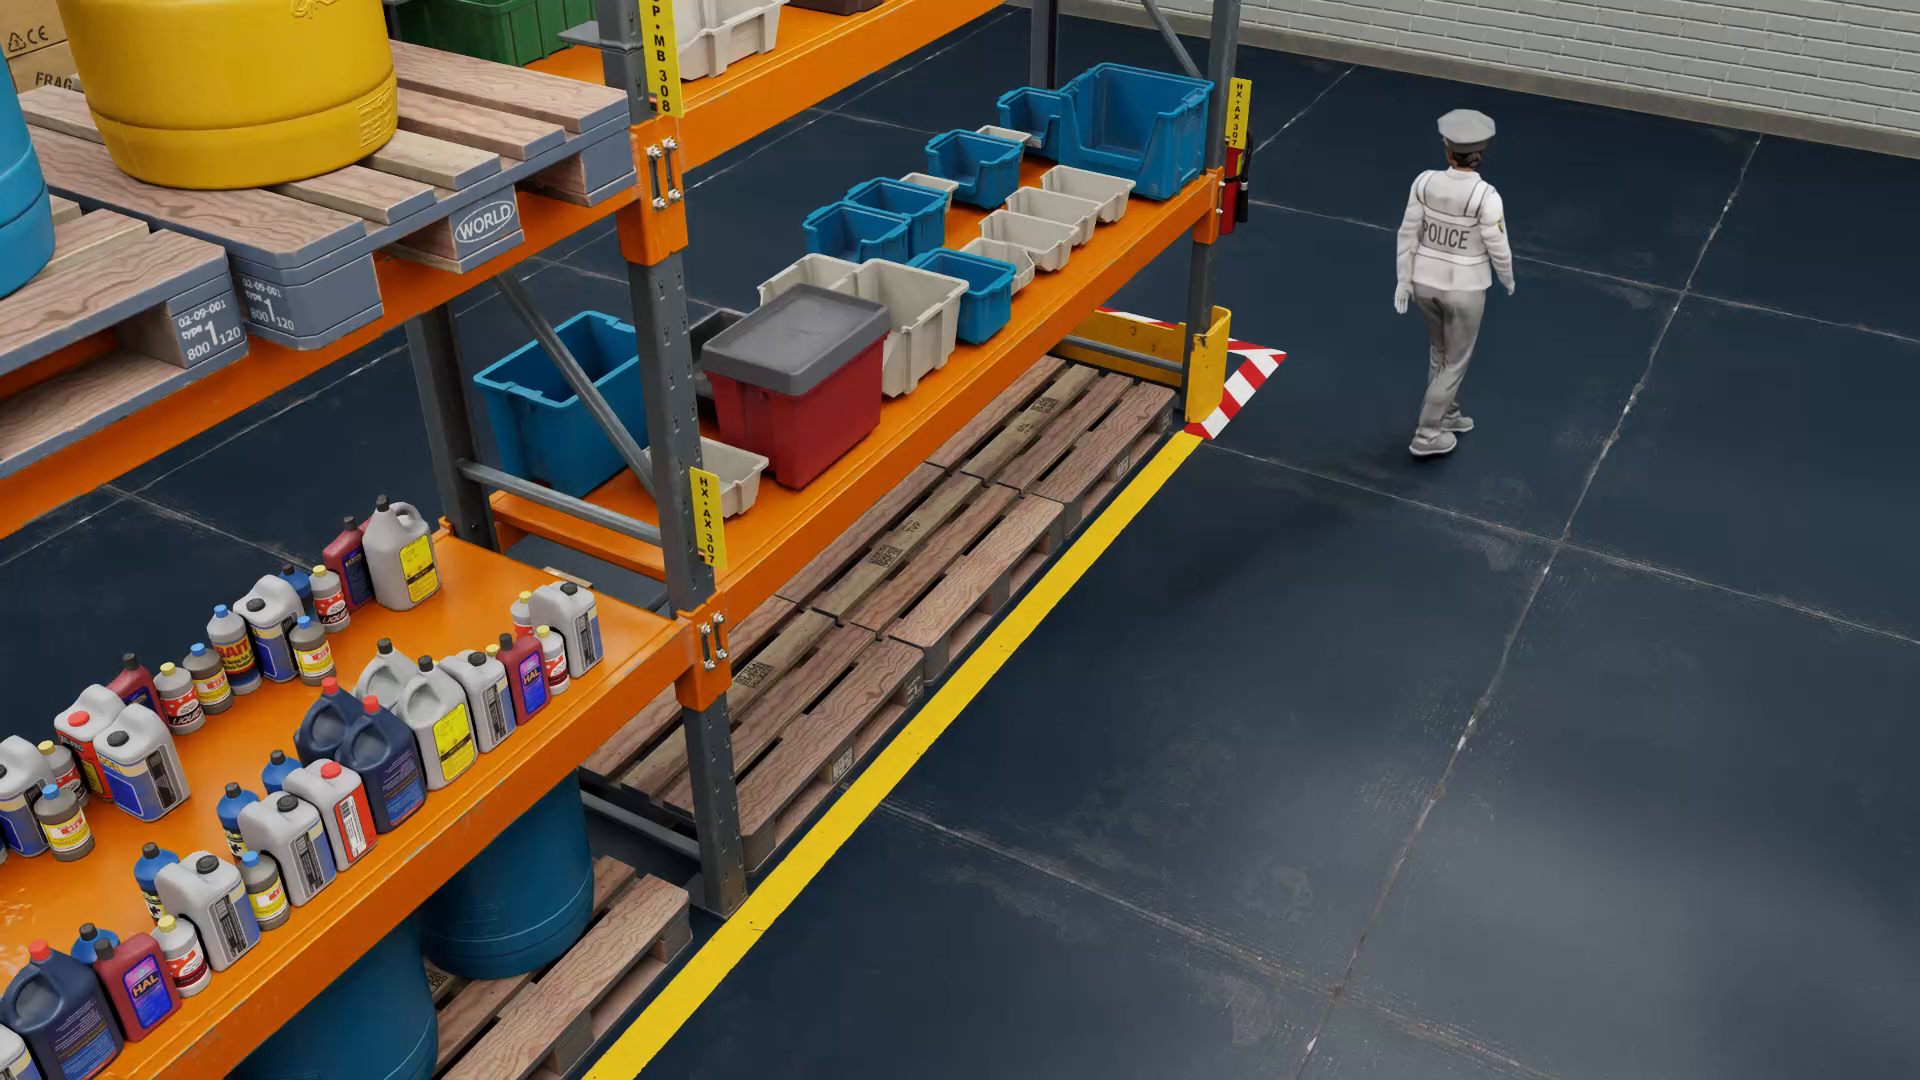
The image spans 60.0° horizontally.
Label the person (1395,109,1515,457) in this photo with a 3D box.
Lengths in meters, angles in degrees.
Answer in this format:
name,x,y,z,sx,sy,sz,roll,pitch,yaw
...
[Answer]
name,x,y,z,sx,sy,sz,roll,pitch,yaw
person,2.362,-1.206,7.896,0.558,1.693,0.512,-26,42,-33
